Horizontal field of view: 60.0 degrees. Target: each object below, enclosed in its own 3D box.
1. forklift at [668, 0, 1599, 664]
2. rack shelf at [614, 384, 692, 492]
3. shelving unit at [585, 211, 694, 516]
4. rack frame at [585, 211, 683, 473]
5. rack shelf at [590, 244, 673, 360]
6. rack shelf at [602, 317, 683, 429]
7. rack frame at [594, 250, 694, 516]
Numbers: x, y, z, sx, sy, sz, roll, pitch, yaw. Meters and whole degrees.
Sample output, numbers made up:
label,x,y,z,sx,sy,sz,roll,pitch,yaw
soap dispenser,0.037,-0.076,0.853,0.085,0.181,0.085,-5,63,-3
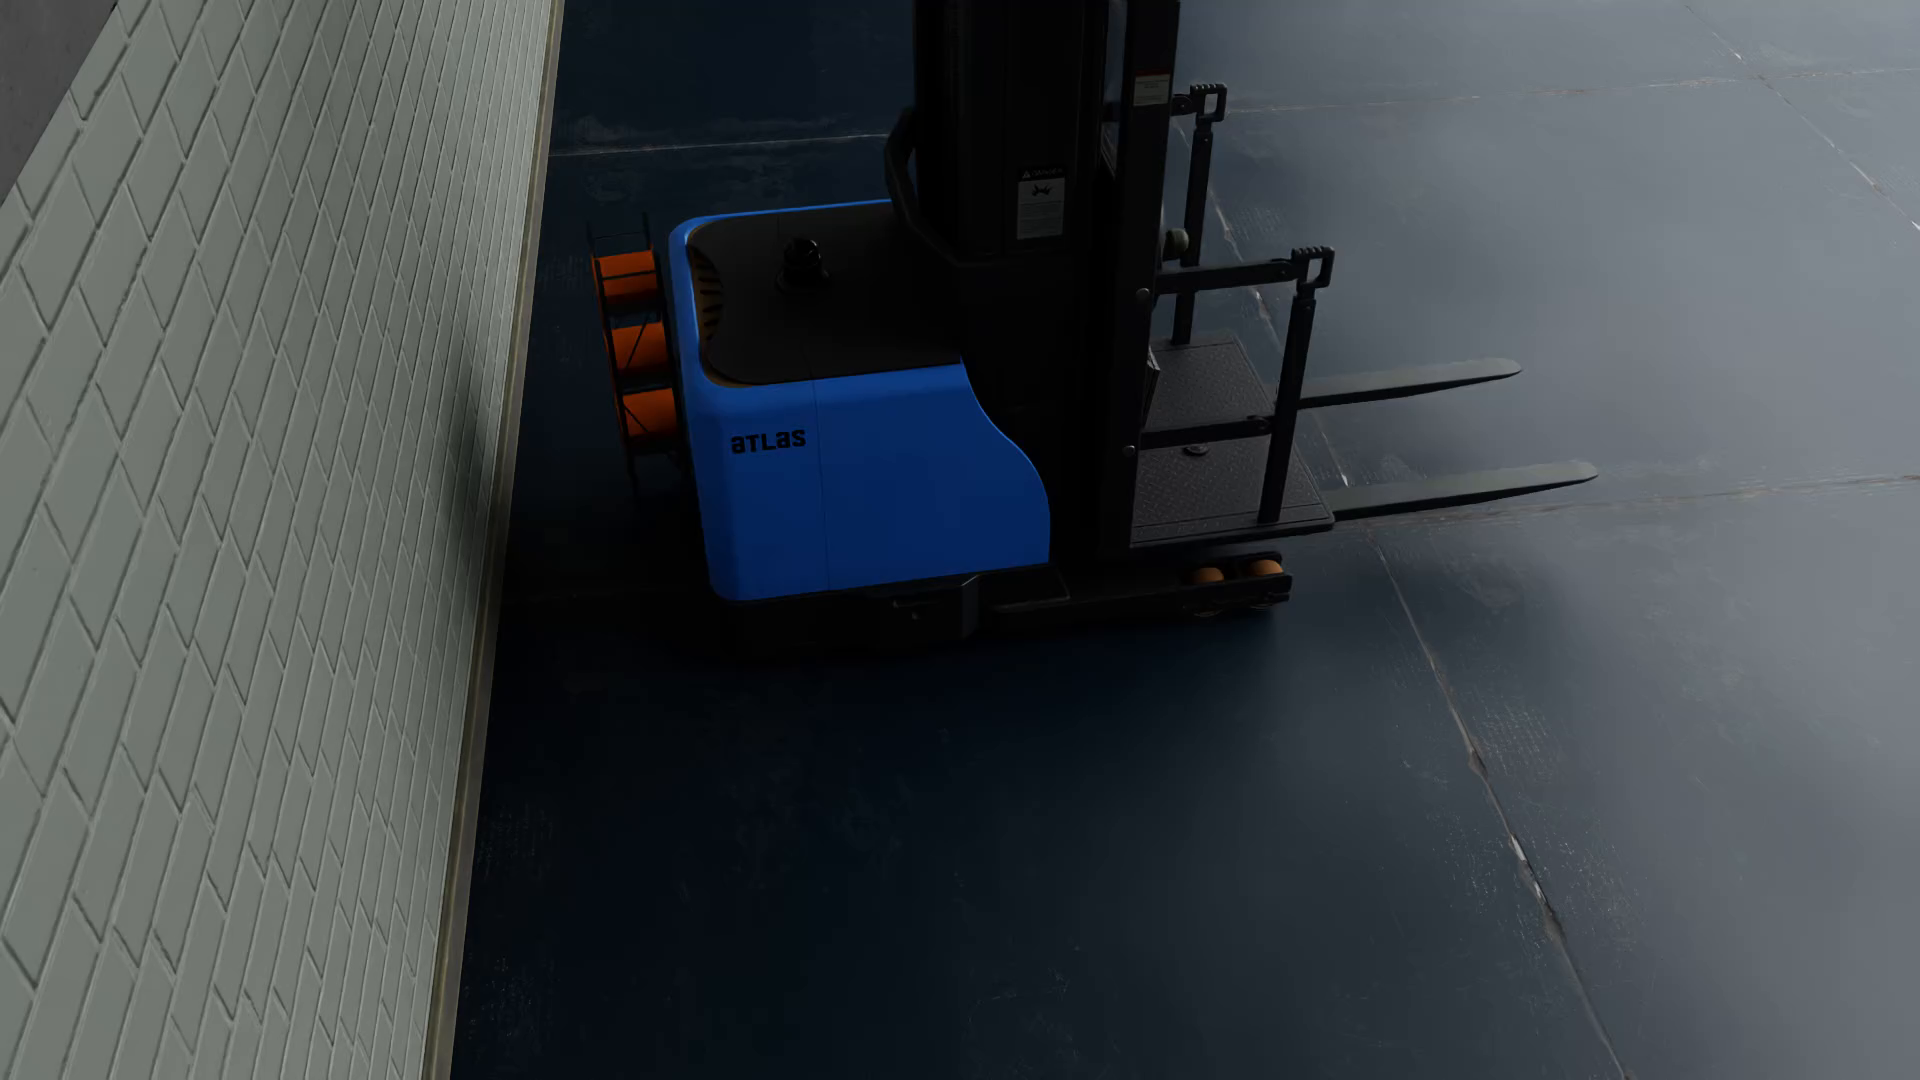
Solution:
label,x,y,z,sx,sy,sz,roll,pitch,yaw
forklift,0.629,-1.179,4.868,3.031,2.935,1.130,-7,43,-8
rack shelf,-1.070,-0.358,5.794,0.215,0.259,0.240,-11,43,-12
shelving unit,-1.070,-0.573,5.601,0.215,1.050,0.252,-11,43,-12
rack frame,-1.104,-0.651,5.688,0.200,1.050,0.008,-11,43,-12
rack shelf,-1.070,-0.775,5.418,0.215,0.259,0.240,-11,43,-12
rack shelf,-1.070,-0.565,5.608,0.215,0.259,0.240,-11,43,-12
rack frame,-1.037,-0.494,5.514,0.200,1.050,0.008,-11,43,-12
